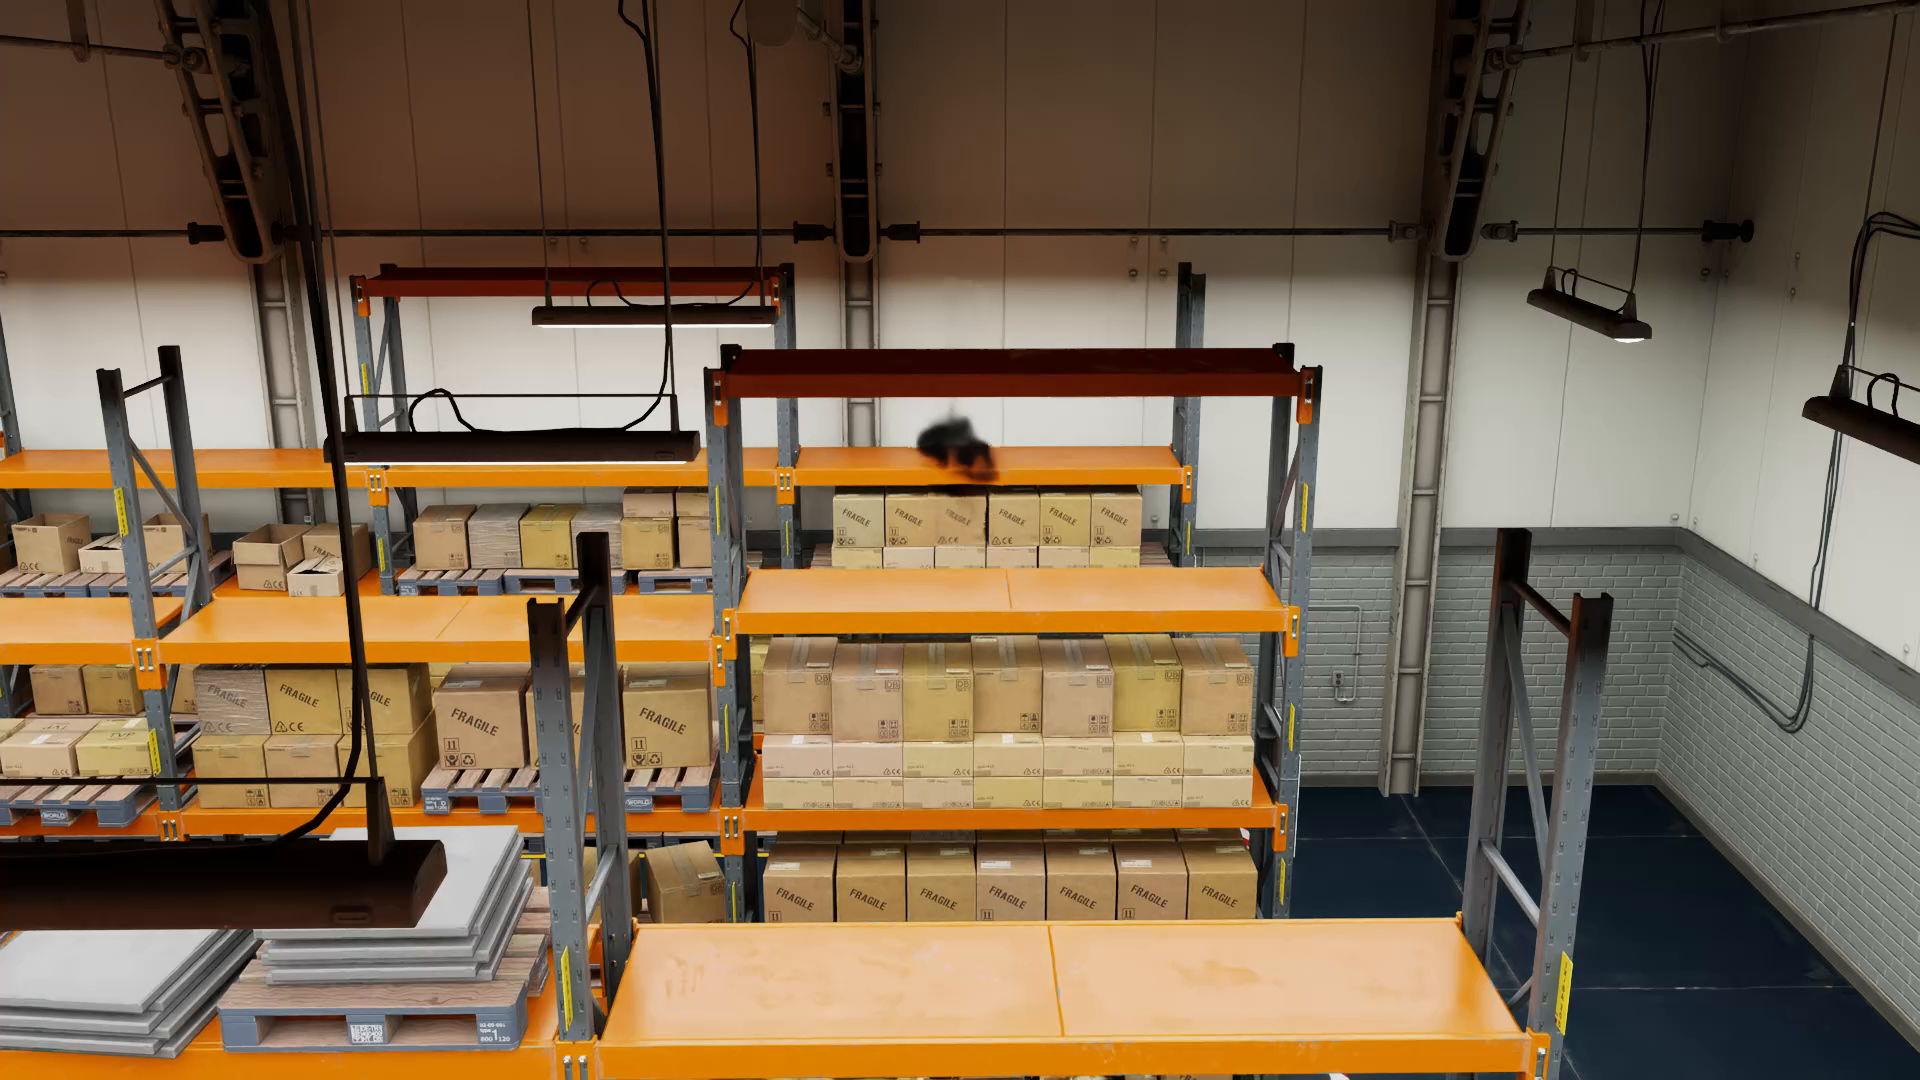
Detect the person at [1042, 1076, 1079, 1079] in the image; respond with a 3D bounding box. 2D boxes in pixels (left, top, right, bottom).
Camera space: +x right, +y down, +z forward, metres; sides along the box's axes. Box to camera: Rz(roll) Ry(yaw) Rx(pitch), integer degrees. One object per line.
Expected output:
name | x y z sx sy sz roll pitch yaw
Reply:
person | 0.709 4.155 11.179 0.797 1.785 0.668 -2 16 -8
